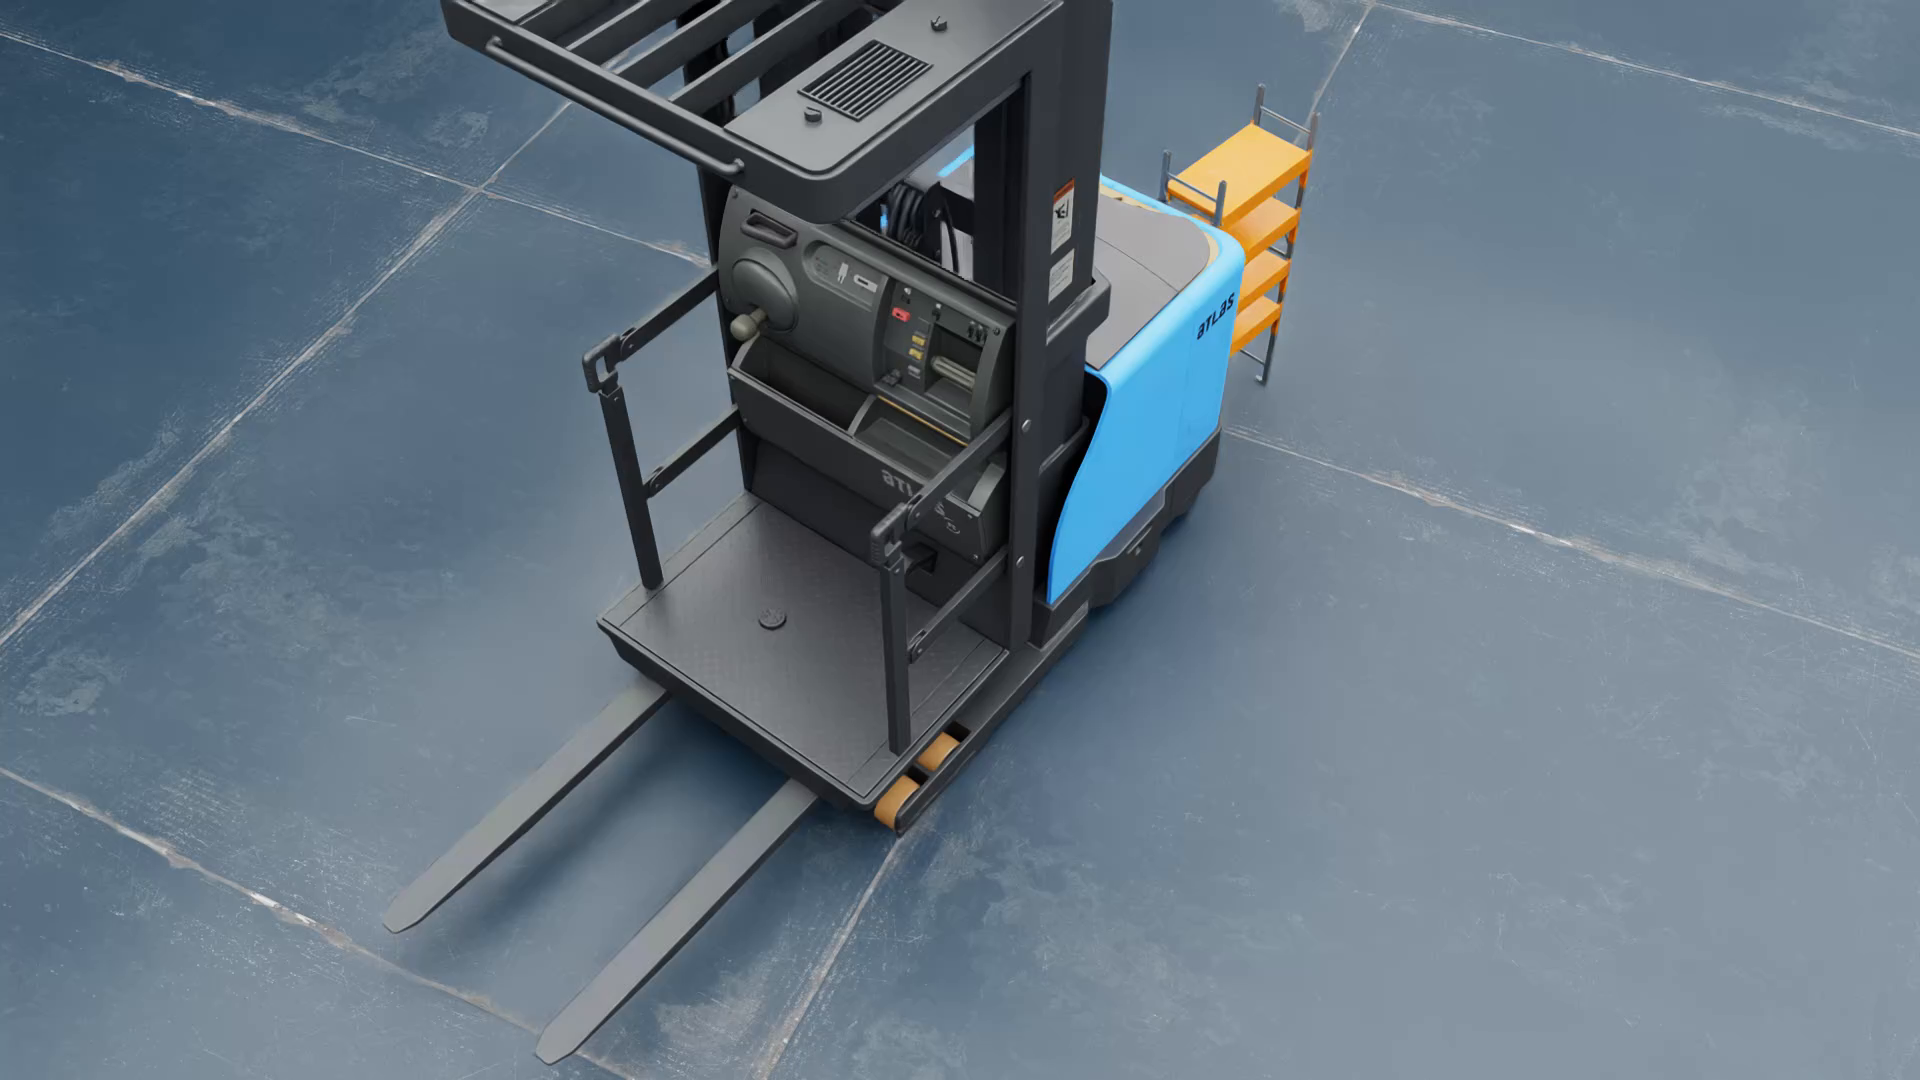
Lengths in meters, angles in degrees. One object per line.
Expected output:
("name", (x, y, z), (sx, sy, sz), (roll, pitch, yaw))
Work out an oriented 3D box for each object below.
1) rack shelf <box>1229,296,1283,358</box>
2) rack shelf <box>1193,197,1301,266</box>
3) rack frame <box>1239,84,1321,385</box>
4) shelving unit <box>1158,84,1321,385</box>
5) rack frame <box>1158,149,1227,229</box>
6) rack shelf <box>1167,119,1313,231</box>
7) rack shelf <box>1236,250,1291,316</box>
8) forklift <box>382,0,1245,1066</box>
("rack shelf", (0.899, -0.733, 5.935), (0.258, 0.148, 0.480), (36, 58, 27))
("rack shelf", (0.899, -1.006, 5.613), (0.258, 0.148, 0.480), (36, 58, 27))
("rack frame", (1.067, -1.039, 5.847), (0.240, 1.200, 0.015), (36, 58, 27))
("shelving unit", (0.899, -0.905, 5.732), (0.258, 1.200, 0.503), (36, 58, 27))
("rack frame", (0.730, -0.771, 5.618), (0.240, 1.200, 0.015), (36, 58, 27))
("rack shelf", (0.899, -1.160, 5.433), (0.258, 0.148, 0.480), (36, 58, 27))
("rack shelf", (0.899, -0.861, 5.783), (0.258, 0.148, 0.480), (36, 58, 27))
("forklift", (-0.400, -0.512, 4.261), (1.130, 2.935, 3.031), (31, 56, 23))
